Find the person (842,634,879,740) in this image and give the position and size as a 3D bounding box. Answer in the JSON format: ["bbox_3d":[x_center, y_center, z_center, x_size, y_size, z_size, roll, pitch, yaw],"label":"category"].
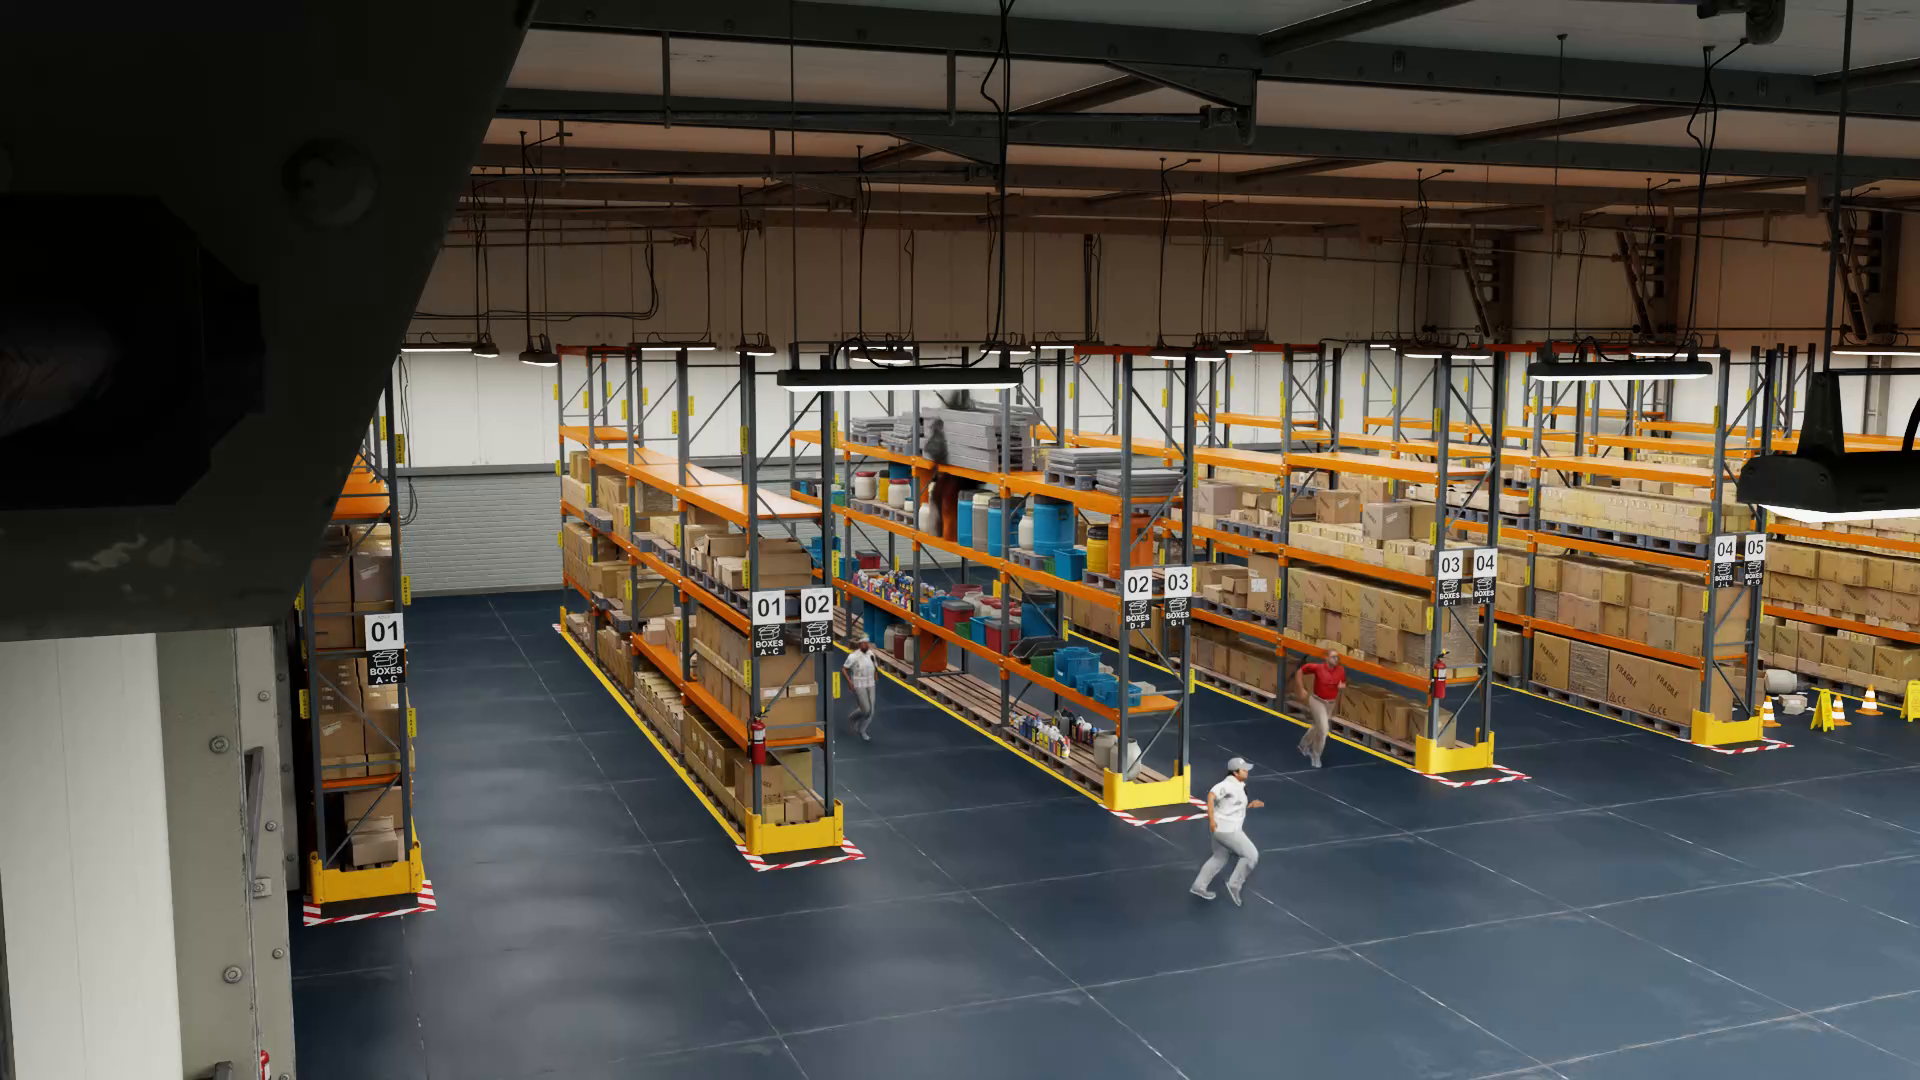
[{"bbox_3d":[-1.472,2.263,25.657,0.570,1.661,0.553,-5,9,-35],"label":"person"}]

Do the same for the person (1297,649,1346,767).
[{"bbox_3d":[5.282,2.450,24.318,0.652,1.793,0.845,-4,8,-26],"label":"person"}]

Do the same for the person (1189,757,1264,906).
[{"bbox_3d":[2.933,3.202,18.279,0.796,1.662,0.630,2,7,12],"label":"person"}]
